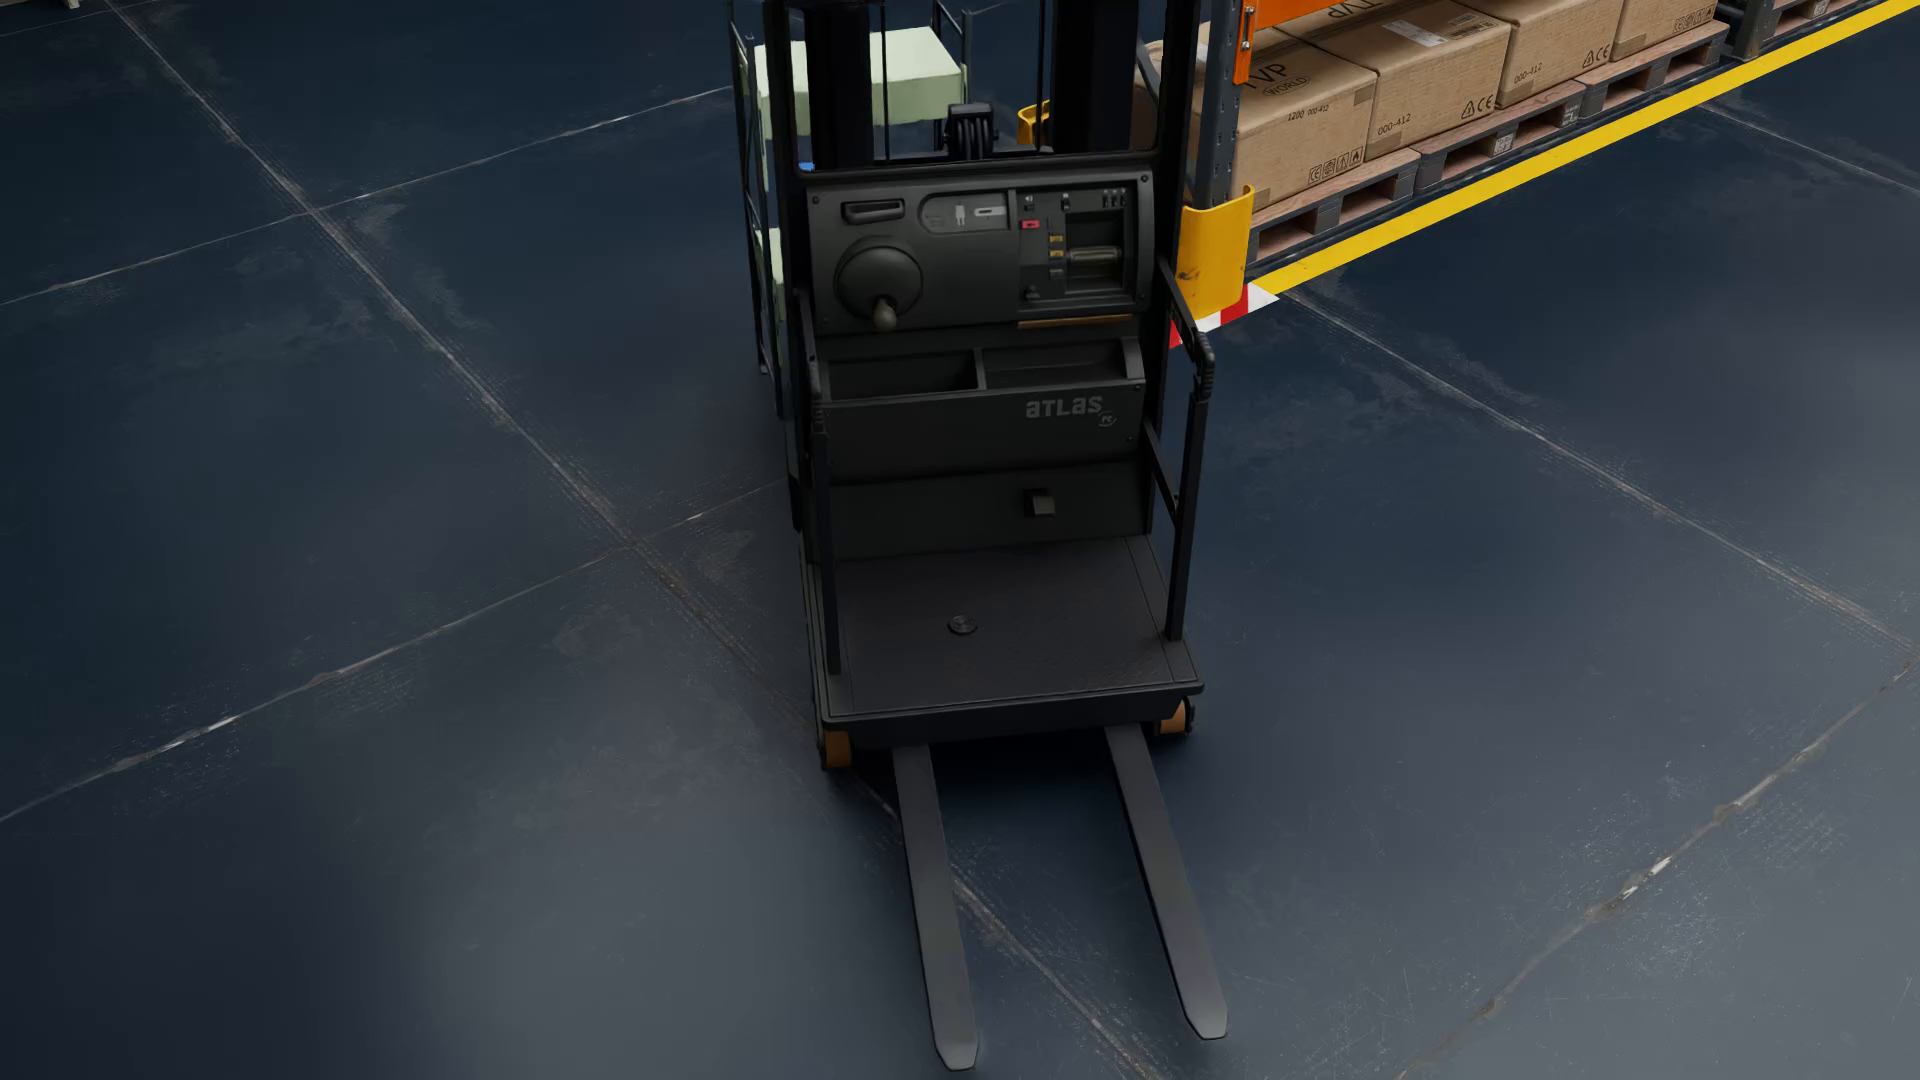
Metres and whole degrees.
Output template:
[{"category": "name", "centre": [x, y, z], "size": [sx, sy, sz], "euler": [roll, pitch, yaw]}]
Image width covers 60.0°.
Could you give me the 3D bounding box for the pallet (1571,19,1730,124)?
[{"category": "pallet", "centre": [3.257, -2.627, 8.787], "size": [1.213, 0.211, 1.003], "euler": [-26, 46, -28]}]

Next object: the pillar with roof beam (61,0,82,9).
[{"category": "pillar with roof beam", "centre": [-2.355, -4.475, 4.110], "size": [0.400, 9.000, 9.100], "euler": [-26, 46, -28]}]

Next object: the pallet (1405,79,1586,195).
[{"category": "pallet", "centre": [2.289, -2.153, 8.209], "size": [1.213, 0.211, 1.003], "euler": [-26, 46, -28]}]

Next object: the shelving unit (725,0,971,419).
[{"category": "shelving unit", "centre": [-0.382, -1.226, 6.058], "size": [0.755, 1.500, 0.431], "euler": [-11, 41, -13]}]

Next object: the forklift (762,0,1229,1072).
[{"category": "forklift", "centre": [0.093, -0.700, 4.292], "size": [1.130, 2.935, 3.031], "euler": [-5, 40, -6]}]

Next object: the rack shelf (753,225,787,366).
[{"category": "rack shelf", "centre": [-0.383, -0.975, 6.267], "size": [0.720, 0.370, 0.431], "euler": [-11, 41, -13]}]

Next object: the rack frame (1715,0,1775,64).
[{"category": "rack frame", "centre": [3.908, -3.960, 8.212], "size": [0.127, 3.000, 1.000], "euler": [-26, 46, -28]}]

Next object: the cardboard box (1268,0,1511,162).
[{"category": "cardboard box", "centre": [1.919, -2.249, 7.816], "size": [0.875, 0.438, 0.875], "euler": [-25, 45, -27]}]

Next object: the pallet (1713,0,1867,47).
[{"category": "pallet", "centre": [4.474, -3.218, 9.506], "size": [1.213, 0.211, 1.003], "euler": [-26, 46, -28]}]

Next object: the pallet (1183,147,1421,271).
[{"category": "pallet", "centre": [1.323, -1.684, 7.637], "size": [1.213, 0.211, 1.003], "euler": [-26, 46, -28]}]

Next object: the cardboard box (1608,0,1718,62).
[{"category": "cardboard box", "centre": [3.345, -2.943, 8.662], "size": [0.875, 0.438, 0.875], "euler": [-27, 46, -29]}]

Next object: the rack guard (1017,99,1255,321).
[{"category": "rack guard", "centre": [0.717, -1.439, 7.109], "size": [0.348, 0.500, 1.175], "euler": [-26, 46, -28]}]

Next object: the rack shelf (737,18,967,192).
[{"category": "rack shelf", "centre": [-0.381, -1.525, 5.808], "size": [0.720, 0.370, 0.431], "euler": [-11, 41, -13]}]

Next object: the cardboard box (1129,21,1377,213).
[{"category": "cardboard box", "centre": [1.199, -1.891, 7.380], "size": [0.875, 0.438, 0.875], "euler": [-28, 47, -29]}]

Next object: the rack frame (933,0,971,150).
[{"category": "rack frame", "centre": [-0.031, -1.292, 6.139], "size": [0.023, 1.500, 0.400], "euler": [-11, 41, -13]}]

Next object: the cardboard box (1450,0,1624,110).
[{"category": "cardboard box", "centre": [2.635, -2.597, 8.240], "size": [0.875, 0.438, 0.875], "euler": [-27, 47, -29]}]

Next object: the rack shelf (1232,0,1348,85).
[{"category": "rack shelf", "centre": [2.322, -2.909, 7.498], "size": [4.000, 0.370, 1.077], "euler": [-26, 46, -28]}]

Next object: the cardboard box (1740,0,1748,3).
[{"category": "cardboard box", "centre": [4.351, -3.581, 9.094], "size": [0.875, 0.875, 0.875], "euler": [-25, 45, -27]}]

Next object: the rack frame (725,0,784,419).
[{"category": "rack frame", "centre": [-0.733, -1.160, 5.978], "size": [0.023, 1.500, 0.400], "euler": [-11, 41, -13]}]

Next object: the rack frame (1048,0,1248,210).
[{"category": "rack frame", "centre": [0.736, -2.414, 6.328], "size": [0.127, 3.000, 1.000], "euler": [-26, 46, -28]}]
